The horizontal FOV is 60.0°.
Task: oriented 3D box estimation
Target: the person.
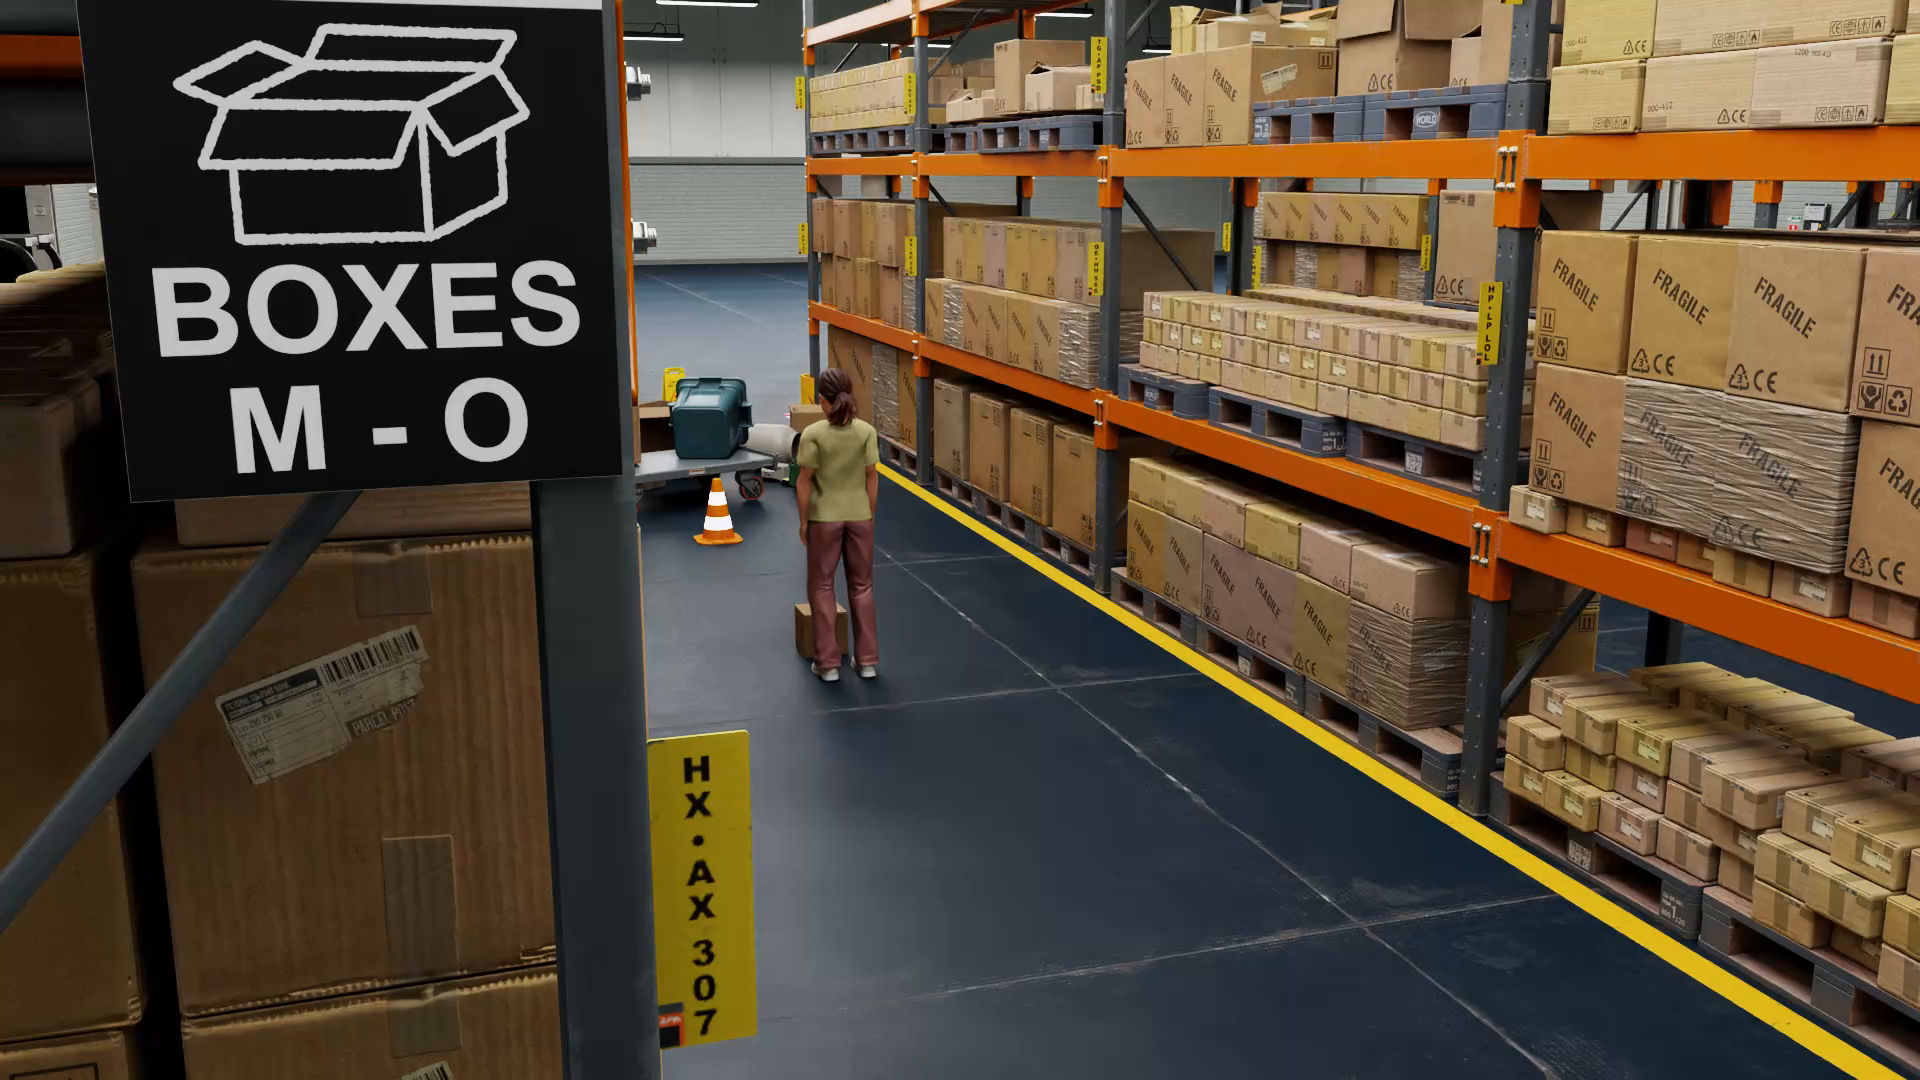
[{"bbox_3d":[-0.649,-0.078,8.849,0.446,1.671,0.360,-4,13,-17],"label":"person"}]
